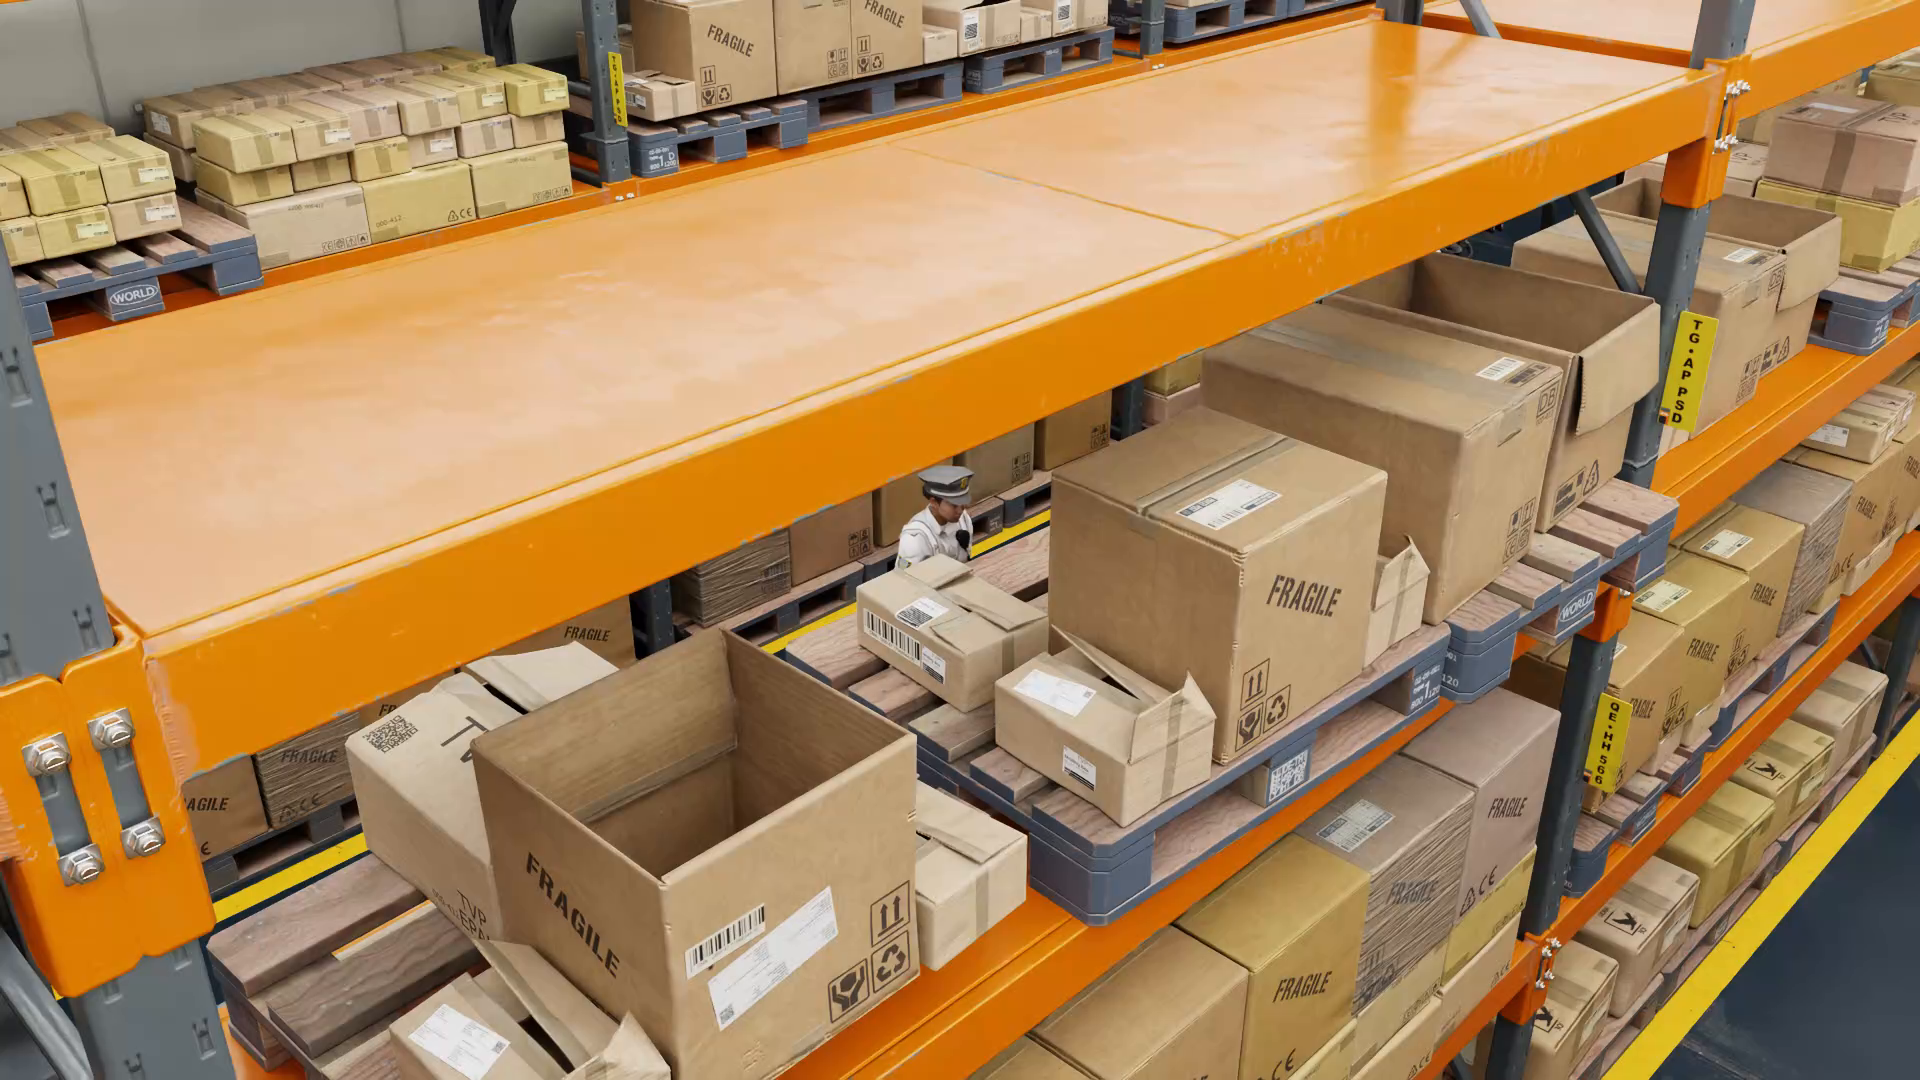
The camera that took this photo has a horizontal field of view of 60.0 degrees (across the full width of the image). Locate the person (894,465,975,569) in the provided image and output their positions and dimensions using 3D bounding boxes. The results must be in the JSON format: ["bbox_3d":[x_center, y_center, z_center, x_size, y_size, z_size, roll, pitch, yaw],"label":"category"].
[{"bbox_3d":[-0.112,0.392,8.161,0.371,1.664,0.529,25,37,39],"label":"person"}]
